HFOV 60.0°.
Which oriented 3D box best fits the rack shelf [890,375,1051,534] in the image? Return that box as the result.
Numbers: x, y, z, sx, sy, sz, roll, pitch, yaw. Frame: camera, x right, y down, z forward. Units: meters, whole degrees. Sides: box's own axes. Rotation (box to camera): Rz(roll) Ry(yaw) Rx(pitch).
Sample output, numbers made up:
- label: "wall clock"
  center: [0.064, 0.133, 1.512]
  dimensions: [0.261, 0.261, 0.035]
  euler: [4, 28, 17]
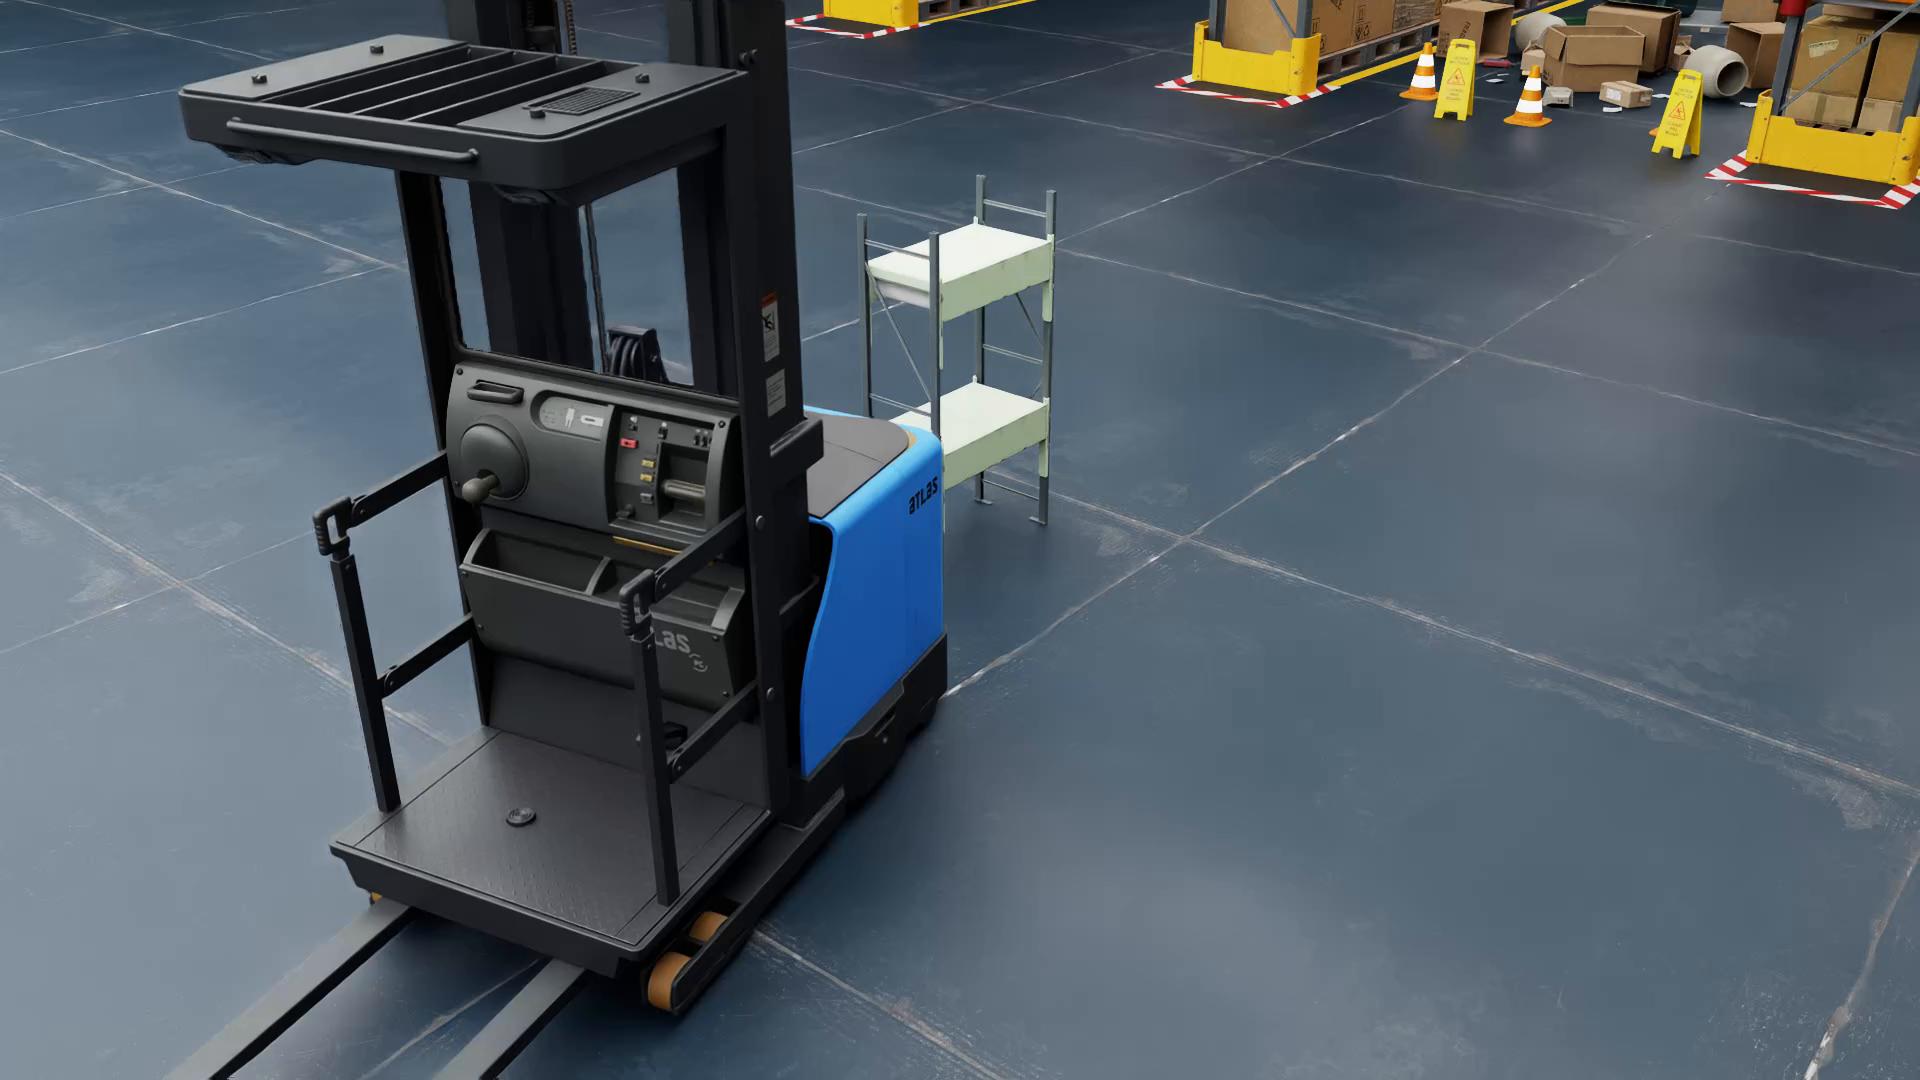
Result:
- label: "rack shelf"
  center: [-0.004, -0.374, 7.051]
  dimensions: [0.431, 0.370, 0.720]
  euler: [21, 34, 34]

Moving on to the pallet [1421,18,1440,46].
- label: "pallet"
  center: [4.730, -5.495, 17.643]
  dimensions: [1.003, 0.211, 1.213]
  euler: [21, 34, 34]

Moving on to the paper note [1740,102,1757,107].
- label: "paper note"
  center: [6.953, -3.842, 14.643]
  dimensions: [0.142, 0.019, 0.148]
  euler: [9, 29, 17]

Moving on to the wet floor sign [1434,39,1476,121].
- label: "wet floor sign"
  center: [4.239, -3.928, 14.140]
  dimensions: [0.267, 0.644, 0.232]
  euler: [15, 31, 26]

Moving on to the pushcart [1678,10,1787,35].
- label: "pushcart"
  center: [7.366, -5.054, 16.608]
  dimensions: [1.648, 0.377, 0.936]
  euler: [9, 29, 17]

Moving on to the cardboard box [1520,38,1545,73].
- label: "cardboard box"
  center: [5.602, -4.619, 15.889]
  dimensions: [0.258, 0.266, 0.396]
  euler: [-21, 34, -35]

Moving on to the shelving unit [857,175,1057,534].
- label: "shelving unit"
  center: [-0.004, -0.664, 6.901]
  dimensions: [0.431, 1.500, 0.755]
  euler: [21, 34, 34]

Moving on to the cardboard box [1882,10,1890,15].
- label: "cardboard box"
  center: [7.266, -4.336, 13.381]
  dimensions: [0.380, 0.149, 0.250]
  euler: [21, 34, 35]

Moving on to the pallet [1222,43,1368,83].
- label: "pallet"
  center: [3.178, -4.630, 15.971]
  dimensions: [1.003, 0.211, 1.213]
  euler: [21, 34, 34]

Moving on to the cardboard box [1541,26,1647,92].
- label: "cardboard box"
  center: [5.777, -4.405, 15.218]
  dimensions: [0.797, 0.503, 0.637]
  euler: [0, 27, 0]

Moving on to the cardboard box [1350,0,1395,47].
- label: "cardboard box"
  center: [3.668, -5.378, 16.236]
  dimensions: [0.875, 0.875, 0.875]
  euler: [20, 34, 34]

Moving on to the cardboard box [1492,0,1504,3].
- label: "cardboard box"
  center: [5.599, -6.414, 18.376]
  dimensions: [1.050, 0.750, 0.750]
  euler: [21, 34, 34]

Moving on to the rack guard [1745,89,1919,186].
- label: "rack guard"
  center: [6.662, -3.068, 12.637]
  dimensions: [1.175, 0.500, 0.348]
  euler: [21, 34, 34]

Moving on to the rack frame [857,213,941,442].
- label: "rack frame"
  center: [-0.237, -0.534, 6.650]
  dimensions: [0.400, 1.500, 0.023]
  euler: [21, 34, 34]

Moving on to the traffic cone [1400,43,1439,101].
- label: "traffic cone"
  center: [4.163, -4.209, 14.882]
  dimensions: [0.336, 0.463, 0.334]
  euler: [21, 34, 34]

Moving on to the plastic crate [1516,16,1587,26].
- label: "plastic crate"
  center: [6.174, -5.313, 17.253]
  dimensions: [0.662, 0.188, 0.450]
  euler: [-10, 19, -18]

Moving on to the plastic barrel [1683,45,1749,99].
- label: "plastic barrel"
  center: [6.759, -4.182, 14.873]
  dimensions: [0.421, 0.421, 0.512]
  euler: [-5, 28, -9]

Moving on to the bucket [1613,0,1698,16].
- label: "bucket"
  center: [6.966, -5.480, 16.486]
  dimensions: [0.620, 0.611, 0.726]
  euler: [-5, 26, -32]

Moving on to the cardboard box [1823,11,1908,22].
- label: "cardboard box"
  center: [7.251, -3.996, 13.430]
  dimensions: [0.500, 0.500, 0.500]
  euler: [22, 35, 36]

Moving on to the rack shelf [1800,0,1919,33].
- label: "rack shelf"
  center: [7.885, -4.541, 13.547]
  dimensions: [1.077, 0.370, 4.000]
  euler: [21, 34, 34]

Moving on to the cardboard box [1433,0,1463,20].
- label: "cardboard box"
  center: [4.820, -6.021, 17.479]
  dimensions: [0.875, 0.875, 0.875]
  euler: [21, 34, 35]

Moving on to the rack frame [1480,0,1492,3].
- label: "rack frame"
  center: [5.274, -6.981, 17.479]
  dimensions: [1.000, 3.000, 0.127]
  euler: [21, 34, 34]

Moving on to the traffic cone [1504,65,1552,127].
- label: "traffic cone"
  center: [4.819, -3.758, 14.011]
  dimensions: [0.336, 0.463, 0.334]
  euler: [21, 34, 34]

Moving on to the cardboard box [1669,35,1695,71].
- label: "cardboard box"
  center: [6.983, -4.694, 16.034]
  dimensions: [0.258, 0.266, 0.396]
  euler: [0, 27, 0]

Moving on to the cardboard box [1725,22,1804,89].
- label: "cardboard box"
  center: [7.426, -4.478, 15.360]
  dimensions: [0.500, 0.500, 0.500]
  euler: [-5, 28, -9]

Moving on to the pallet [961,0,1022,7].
- label: "pallet"
  center: [0.335, -6.545, 19.671]
  dimensions: [1.003, 0.211, 1.213]
  euler: [21, 34, 34]

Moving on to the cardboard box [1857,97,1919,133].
- label: "cardboard box"
  center: [7.340, -3.322, 12.942]
  dimensions: [0.500, 0.250, 0.500]
  euler: [20, 34, 34]

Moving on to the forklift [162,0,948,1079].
- label: "forklift"
  center: [-1.132, -0.202, 4.451]
  dimensions: [1.130, 2.935, 3.031]
  euler: [12, 30, 22]

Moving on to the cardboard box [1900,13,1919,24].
- label: "cardboard box"
  center: [7.684, -3.850, 13.148]
  dimensions: [0.500, 0.500, 0.500]
  euler: [19, 33, 33]

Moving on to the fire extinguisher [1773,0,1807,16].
- label: "fire extinguisher"
  center: [6.185, -4.211, 12.210]
  dimensions: [0.296, 0.674, 0.183]
  euler: [21, 34, 34]

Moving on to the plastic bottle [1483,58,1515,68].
- label: "plastic bottle"
  center: [5.227, -4.621, 16.116]
  dimensions: [0.283, 0.061, 0.133]
  euler: [9, 29, 17]

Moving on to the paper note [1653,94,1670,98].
- label: "paper note"
  center: [6.335, -4.002, 14.965]
  dimensions: [0.142, 0.019, 0.148]
  euler: [-15, 31, -27]

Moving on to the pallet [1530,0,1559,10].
- label: "pallet"
  center: [6.482, -6.472, 19.531]
  dimensions: [1.003, 0.211, 1.213]
  euler: [21, 34, 34]
